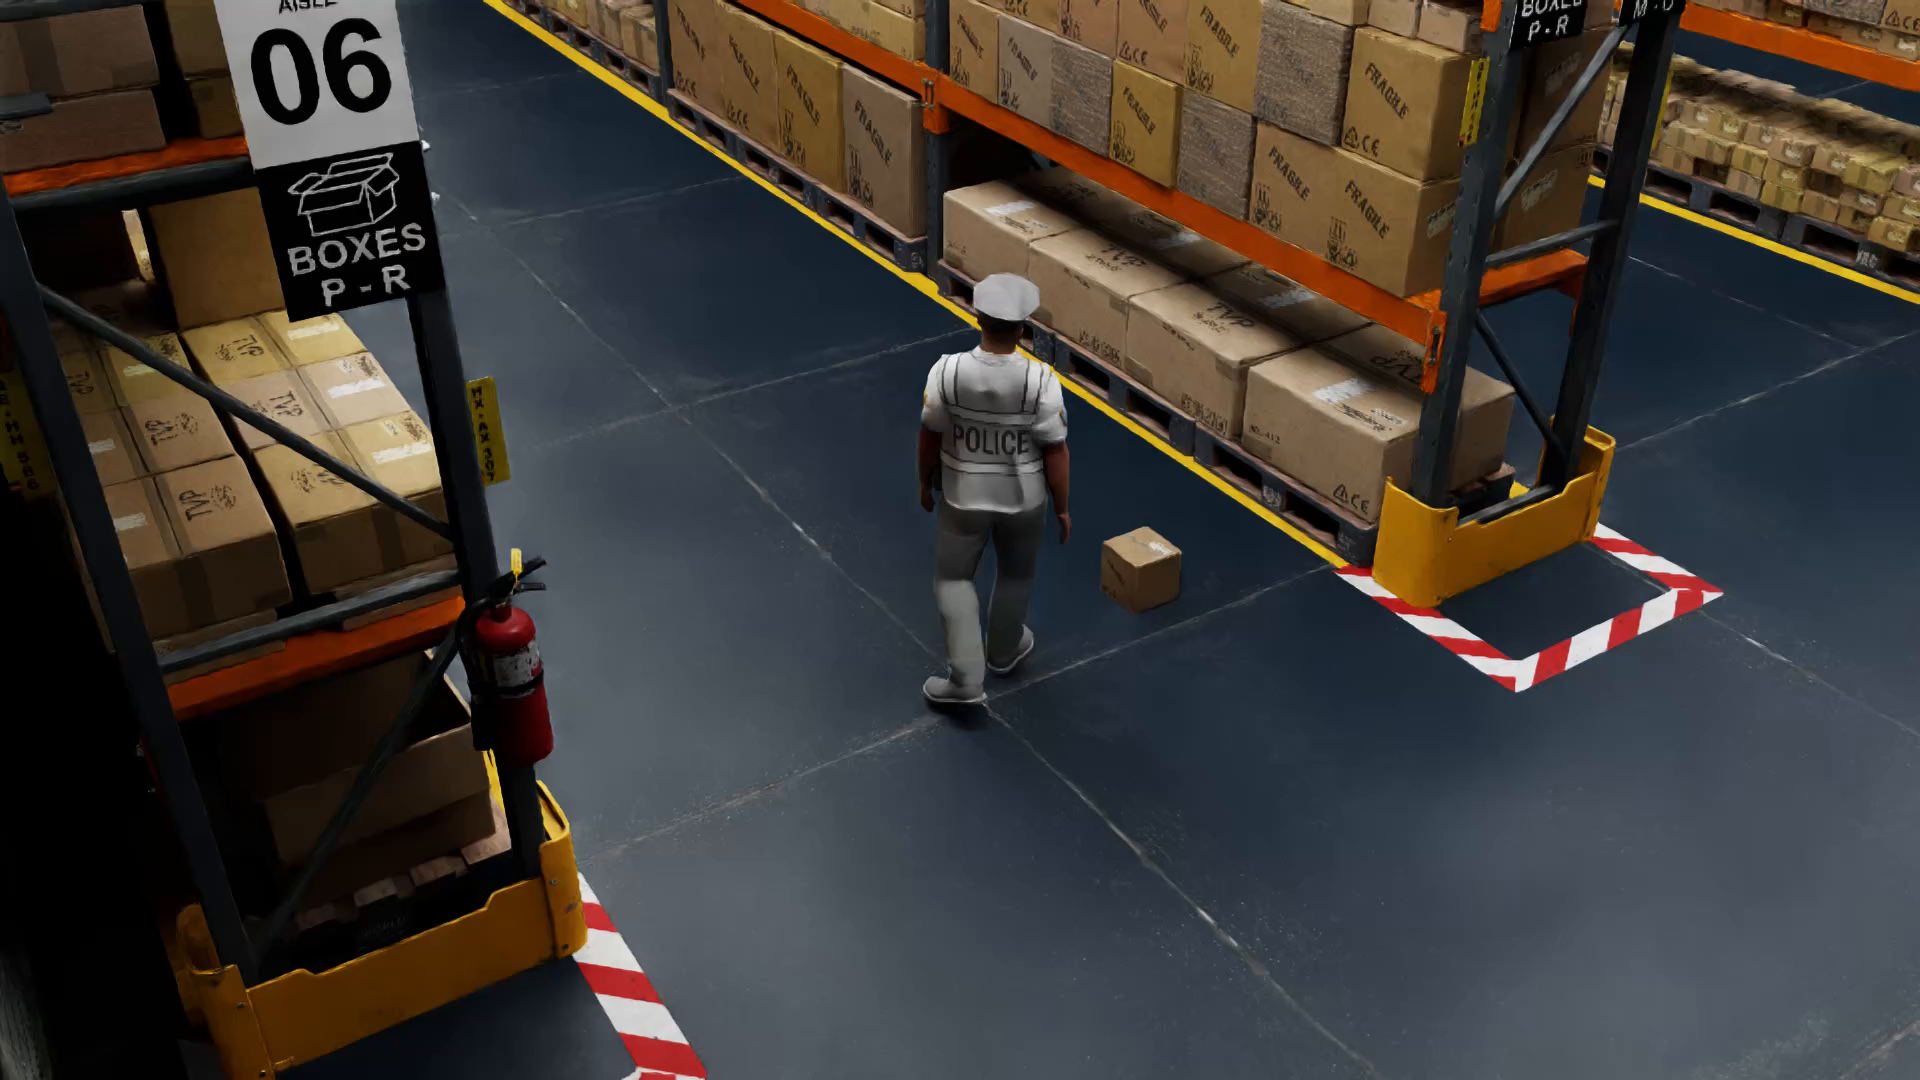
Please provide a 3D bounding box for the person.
[{"bbox_3d":[0.130,-0.171,6.391,0.602,1.757,0.662,3,32,4],"label":"person"}]
